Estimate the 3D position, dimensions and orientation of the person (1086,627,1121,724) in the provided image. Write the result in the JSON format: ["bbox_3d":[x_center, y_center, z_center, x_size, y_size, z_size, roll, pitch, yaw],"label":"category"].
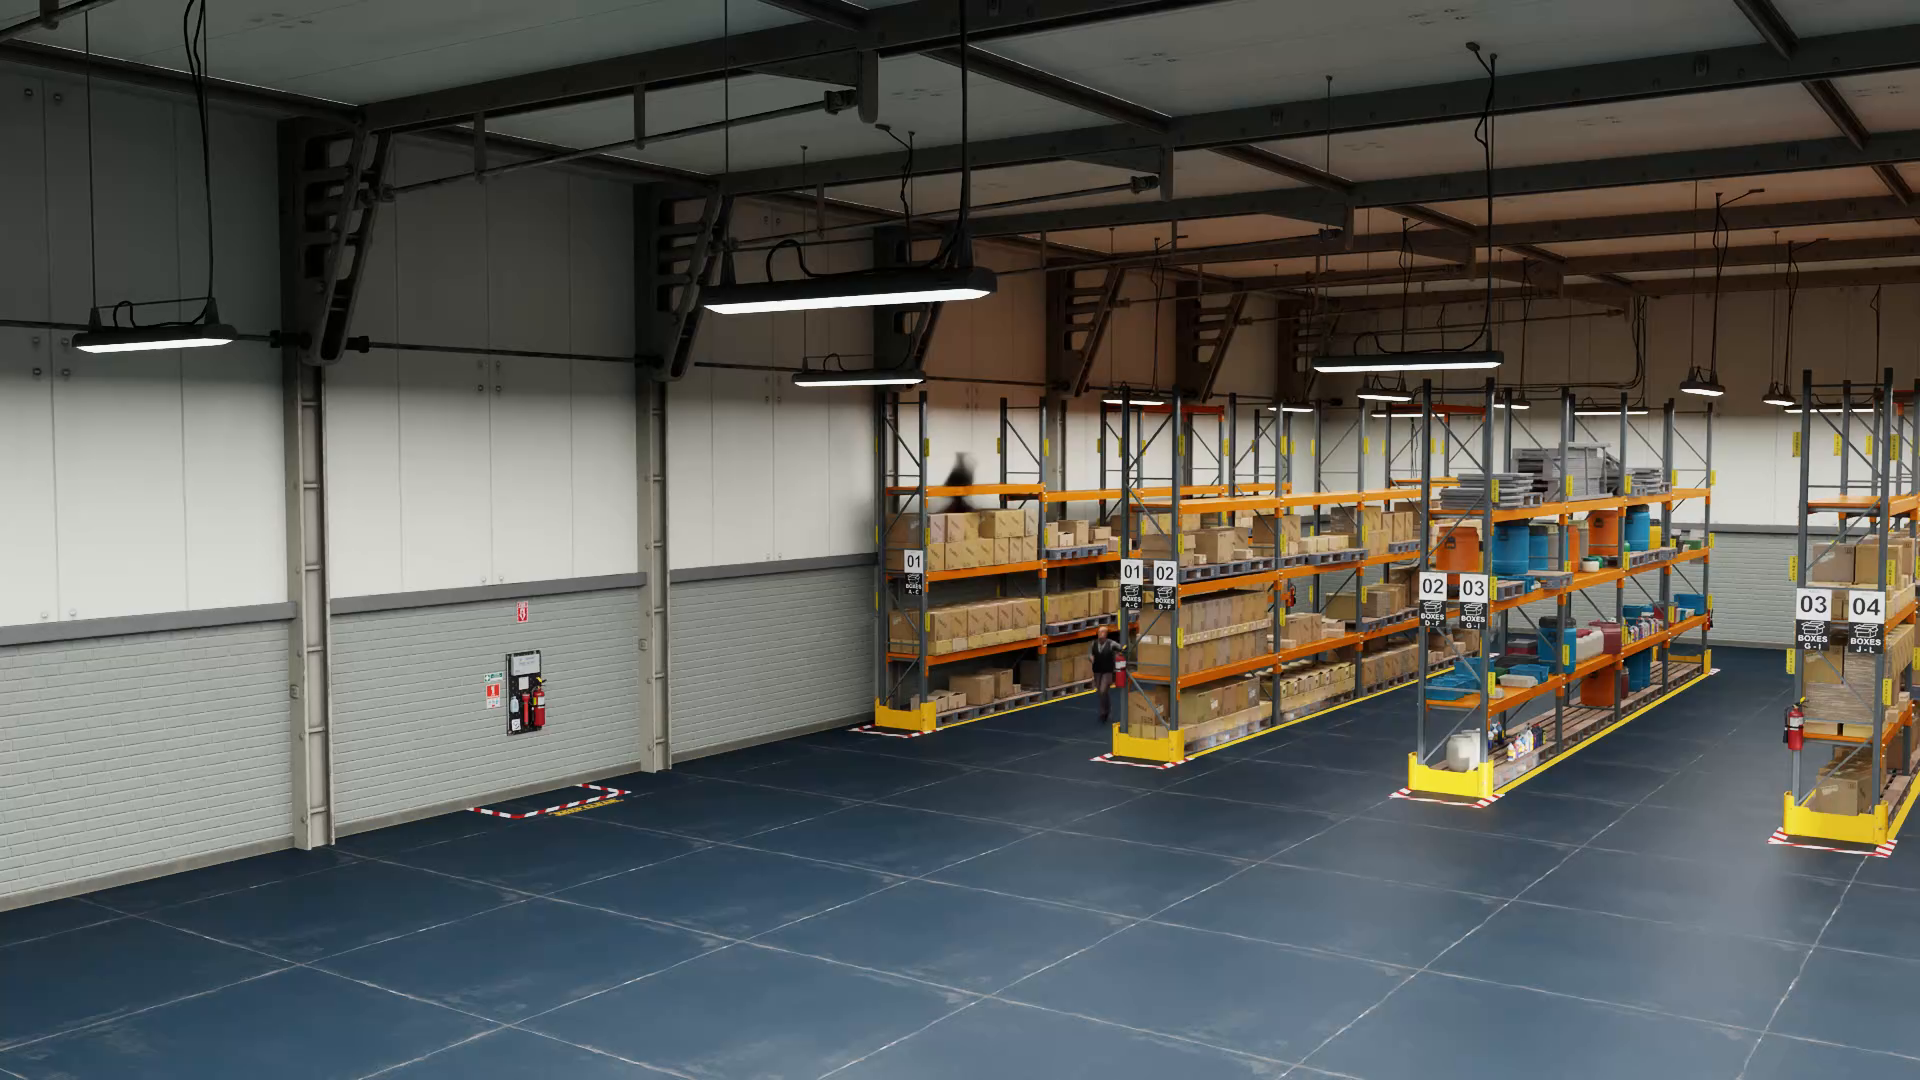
[{"bbox_3d":[2.625,2.463,30.347,0.622,1.774,0.830,2,4,29],"label":"person"}]

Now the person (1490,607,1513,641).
[{"bbox_3d":[13.734,1.891,42.223,0.662,1.631,0.962,-1,3,-11],"label":"person"}]
